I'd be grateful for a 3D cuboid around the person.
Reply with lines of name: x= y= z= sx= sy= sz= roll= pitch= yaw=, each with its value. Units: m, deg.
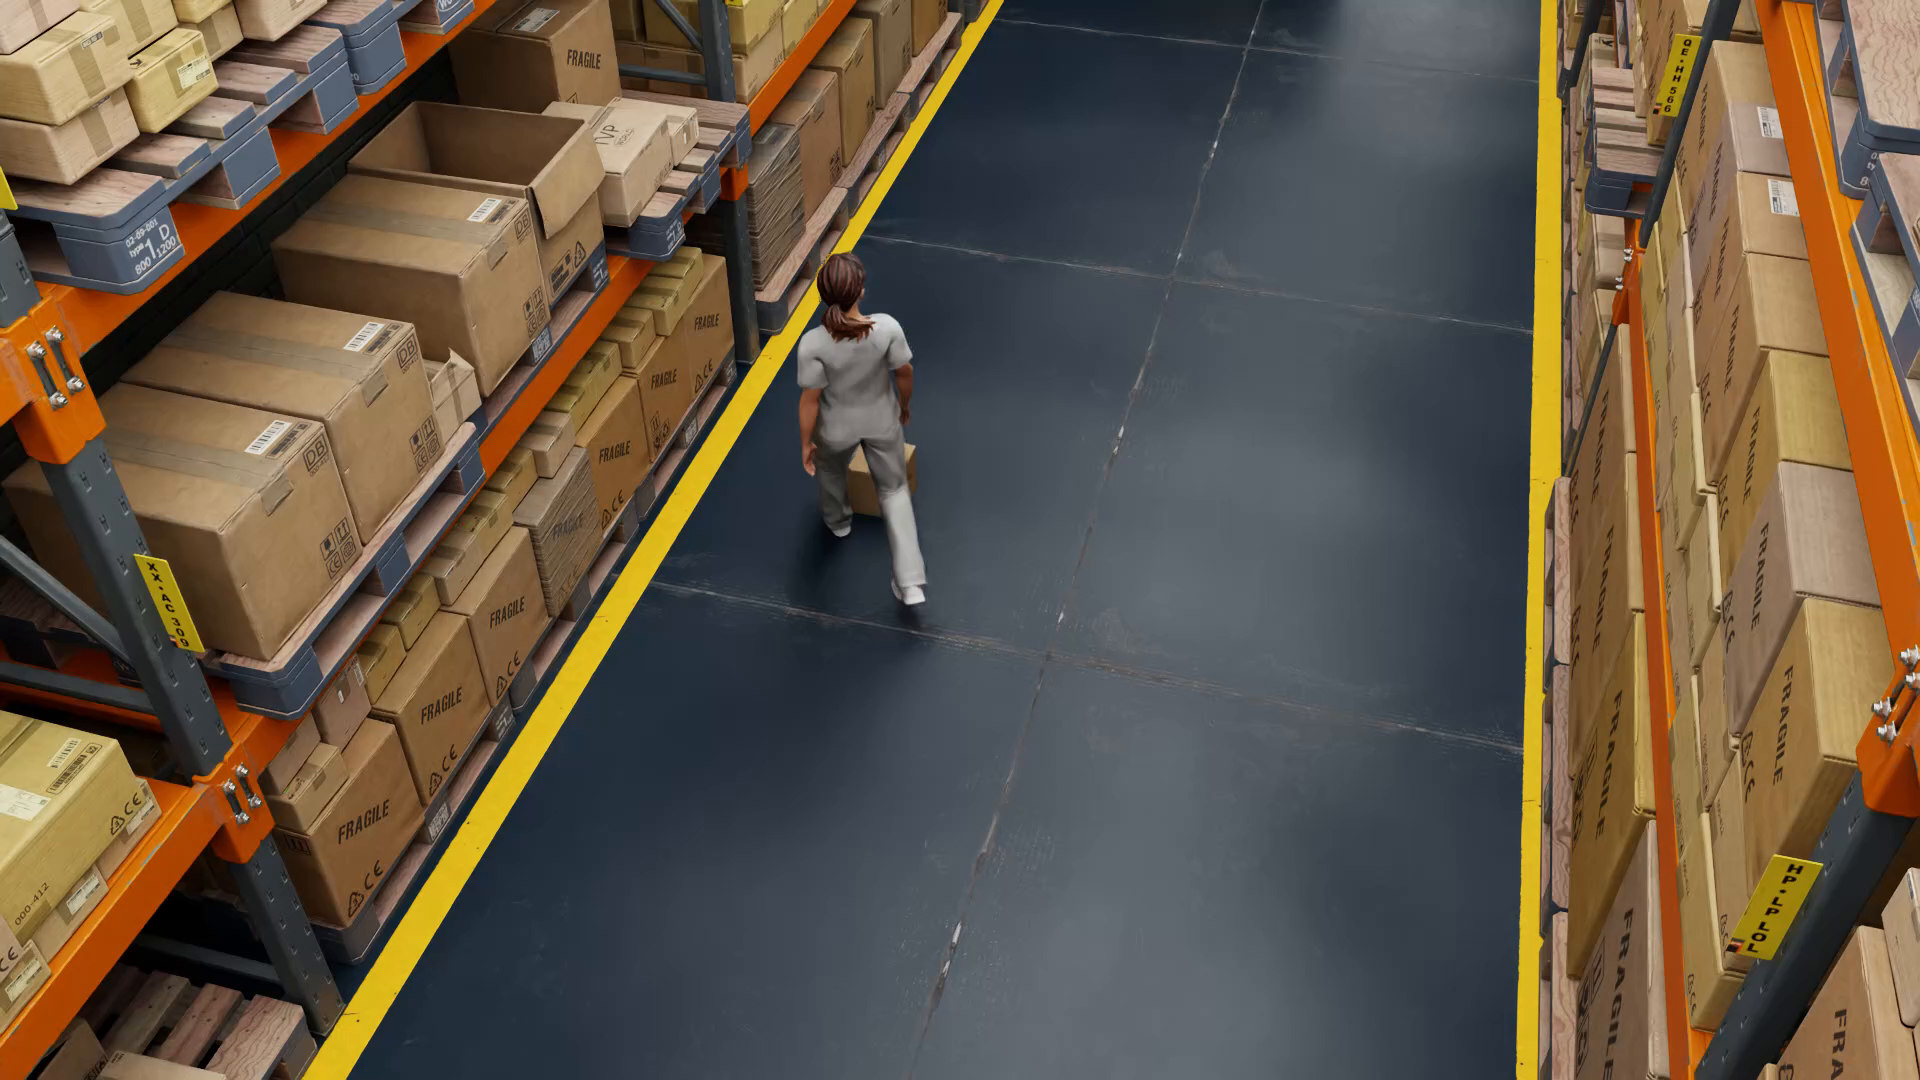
person: x=-0.427 y=-0.500 z=6.767 sx=0.477 sy=1.620 sz=0.992 roll=-8 pitch=42 yaw=-9
